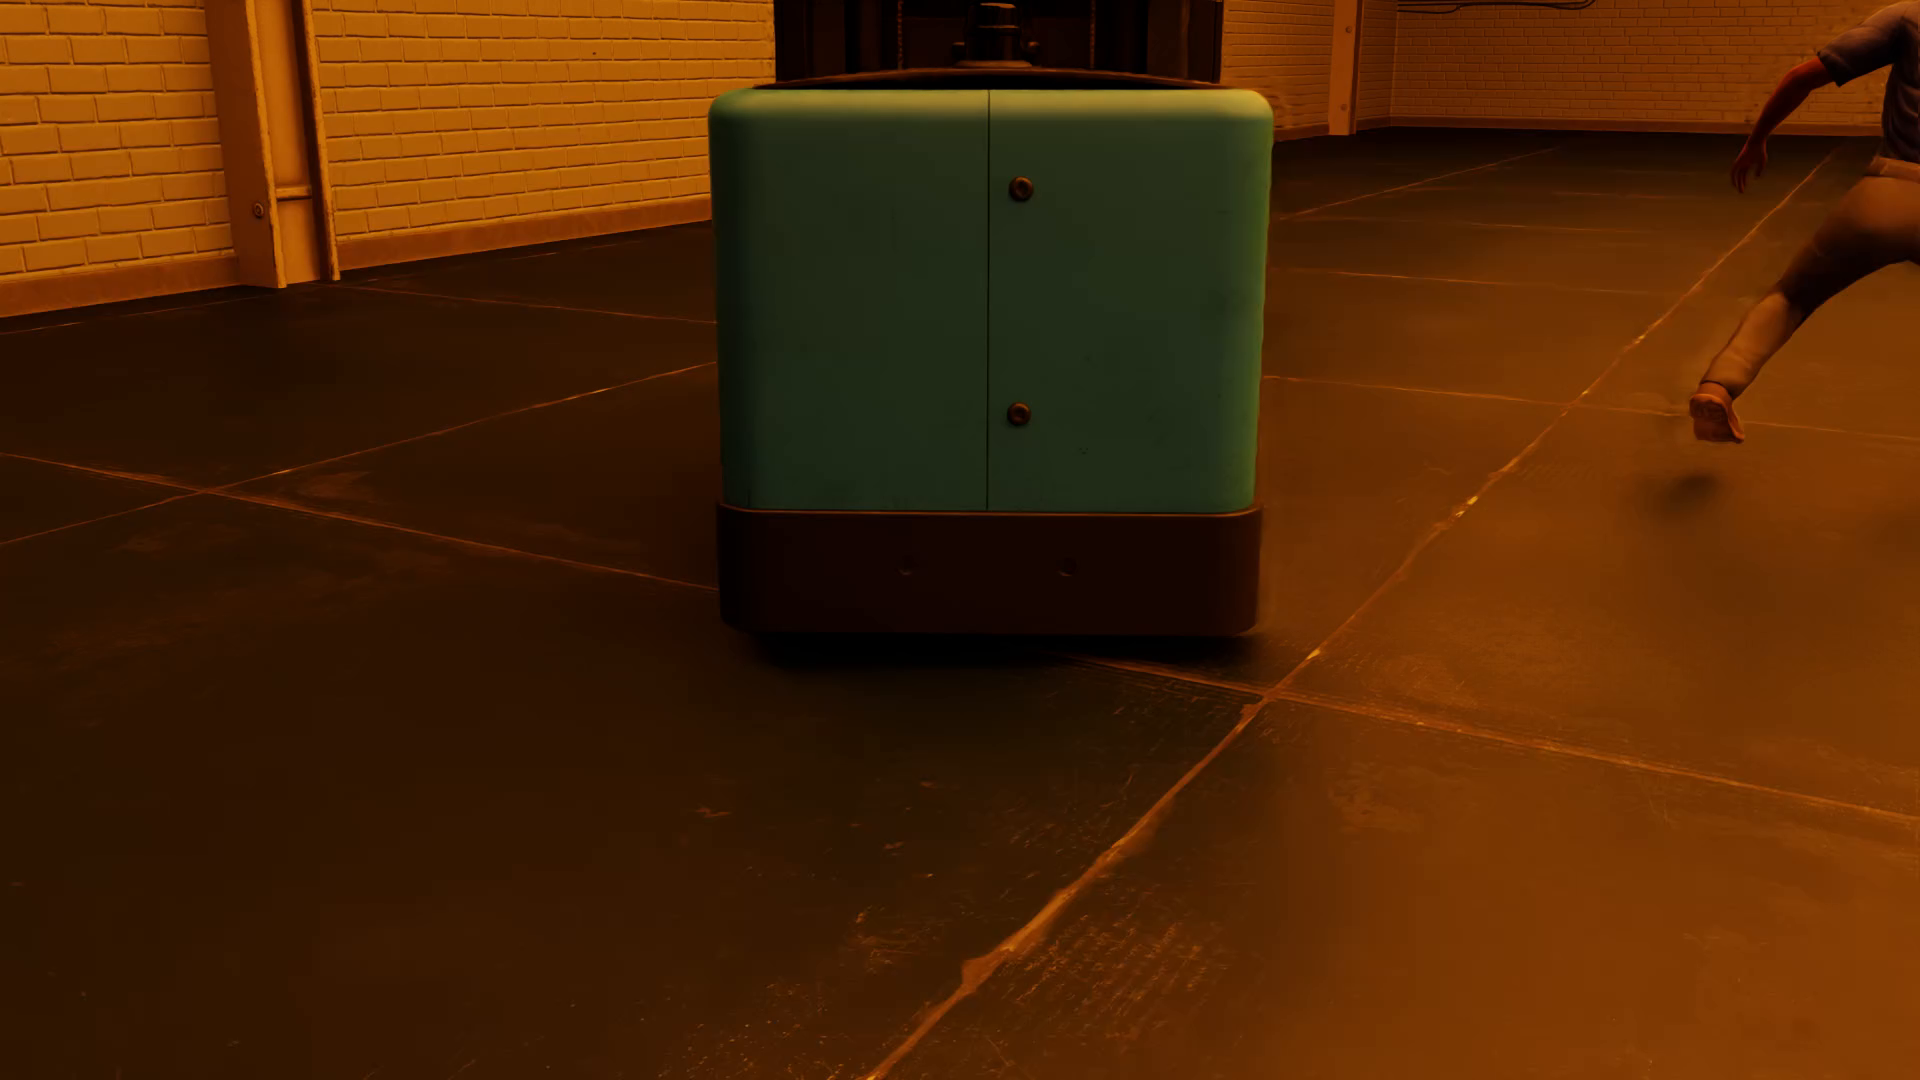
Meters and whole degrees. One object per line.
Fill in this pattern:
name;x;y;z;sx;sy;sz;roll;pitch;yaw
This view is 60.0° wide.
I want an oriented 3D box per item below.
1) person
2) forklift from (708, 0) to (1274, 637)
person;2.570;-0.836;4.338;1.079;1.555;0.480;9;19;28
forklift;0.101;-1.583;4.229;1.130;2.935;3.031;1;16;2
